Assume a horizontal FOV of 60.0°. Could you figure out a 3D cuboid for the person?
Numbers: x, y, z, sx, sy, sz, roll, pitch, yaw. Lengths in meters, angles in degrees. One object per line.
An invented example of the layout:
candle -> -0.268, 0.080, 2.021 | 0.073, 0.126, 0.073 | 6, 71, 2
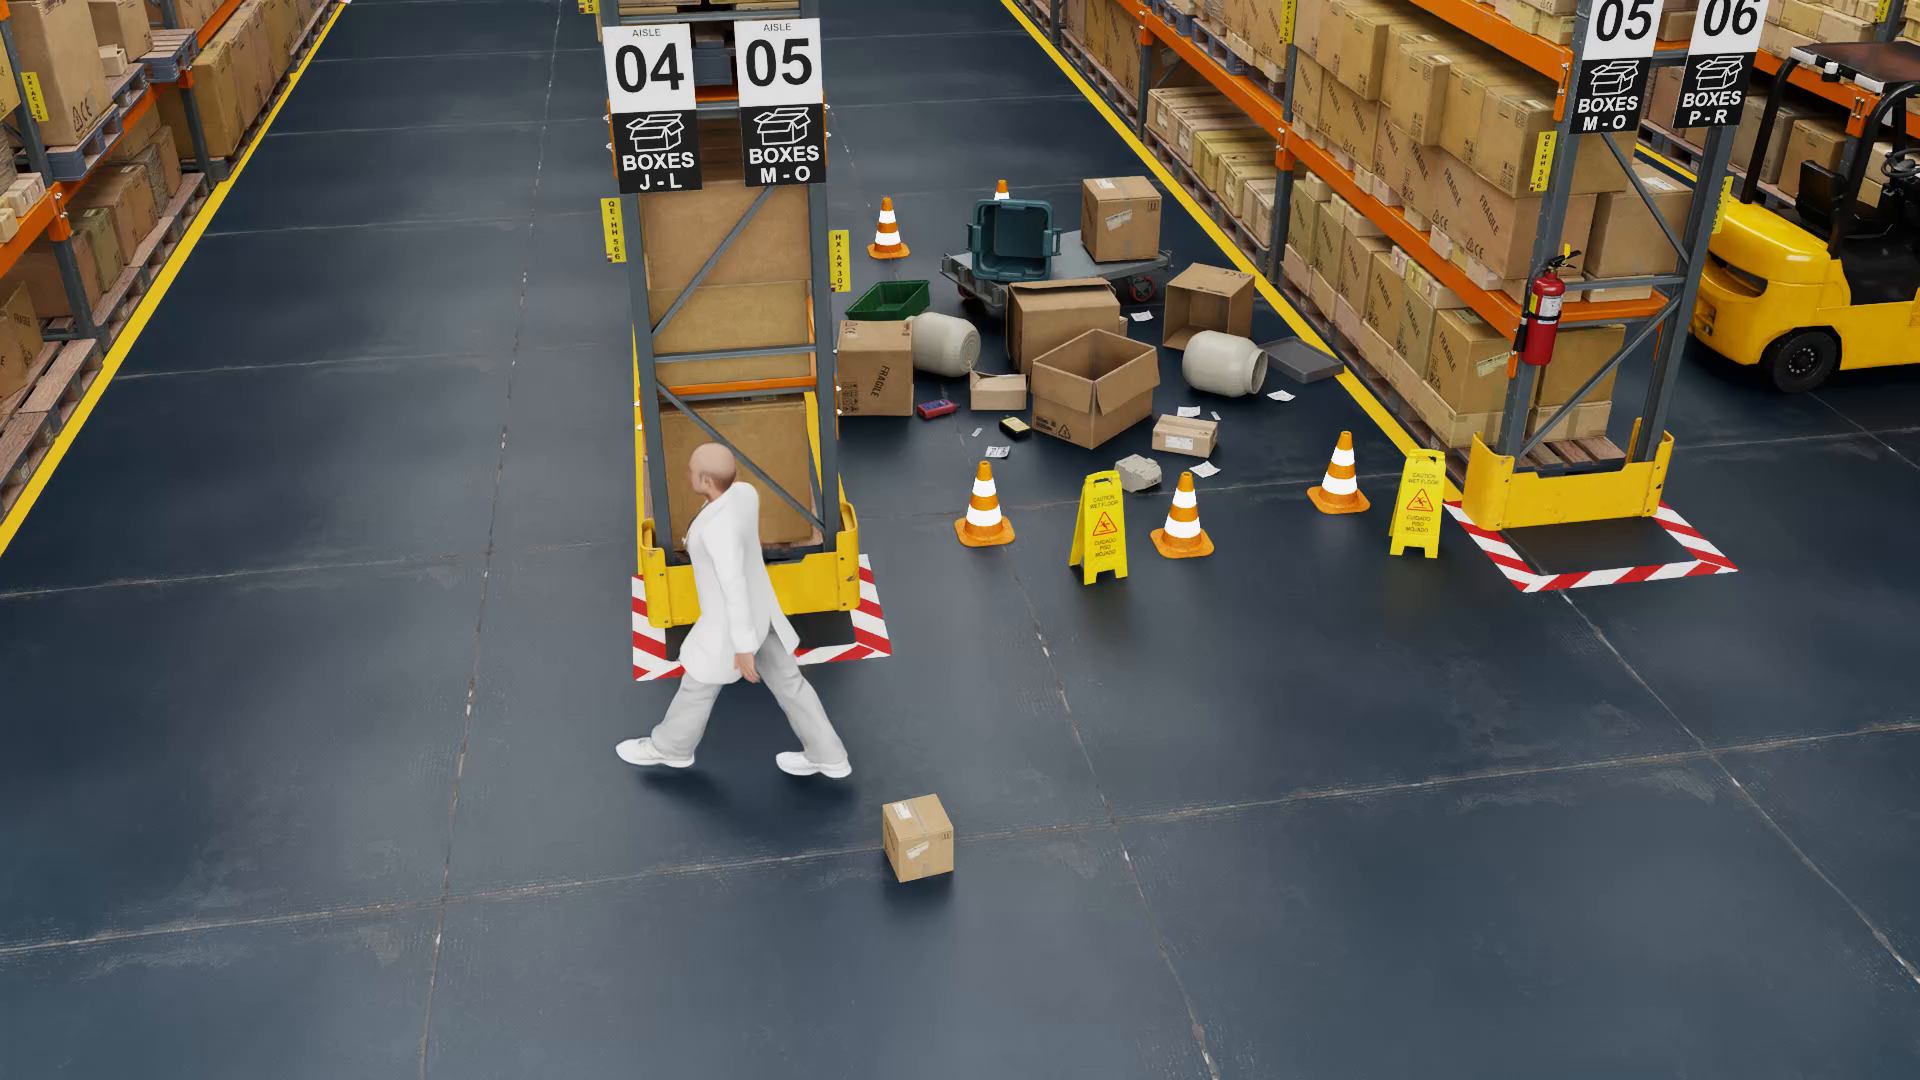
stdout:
person -> -1.062, 0.329, 7.578 | 1.128, 1.708, 0.603 | 8, 31, 14
